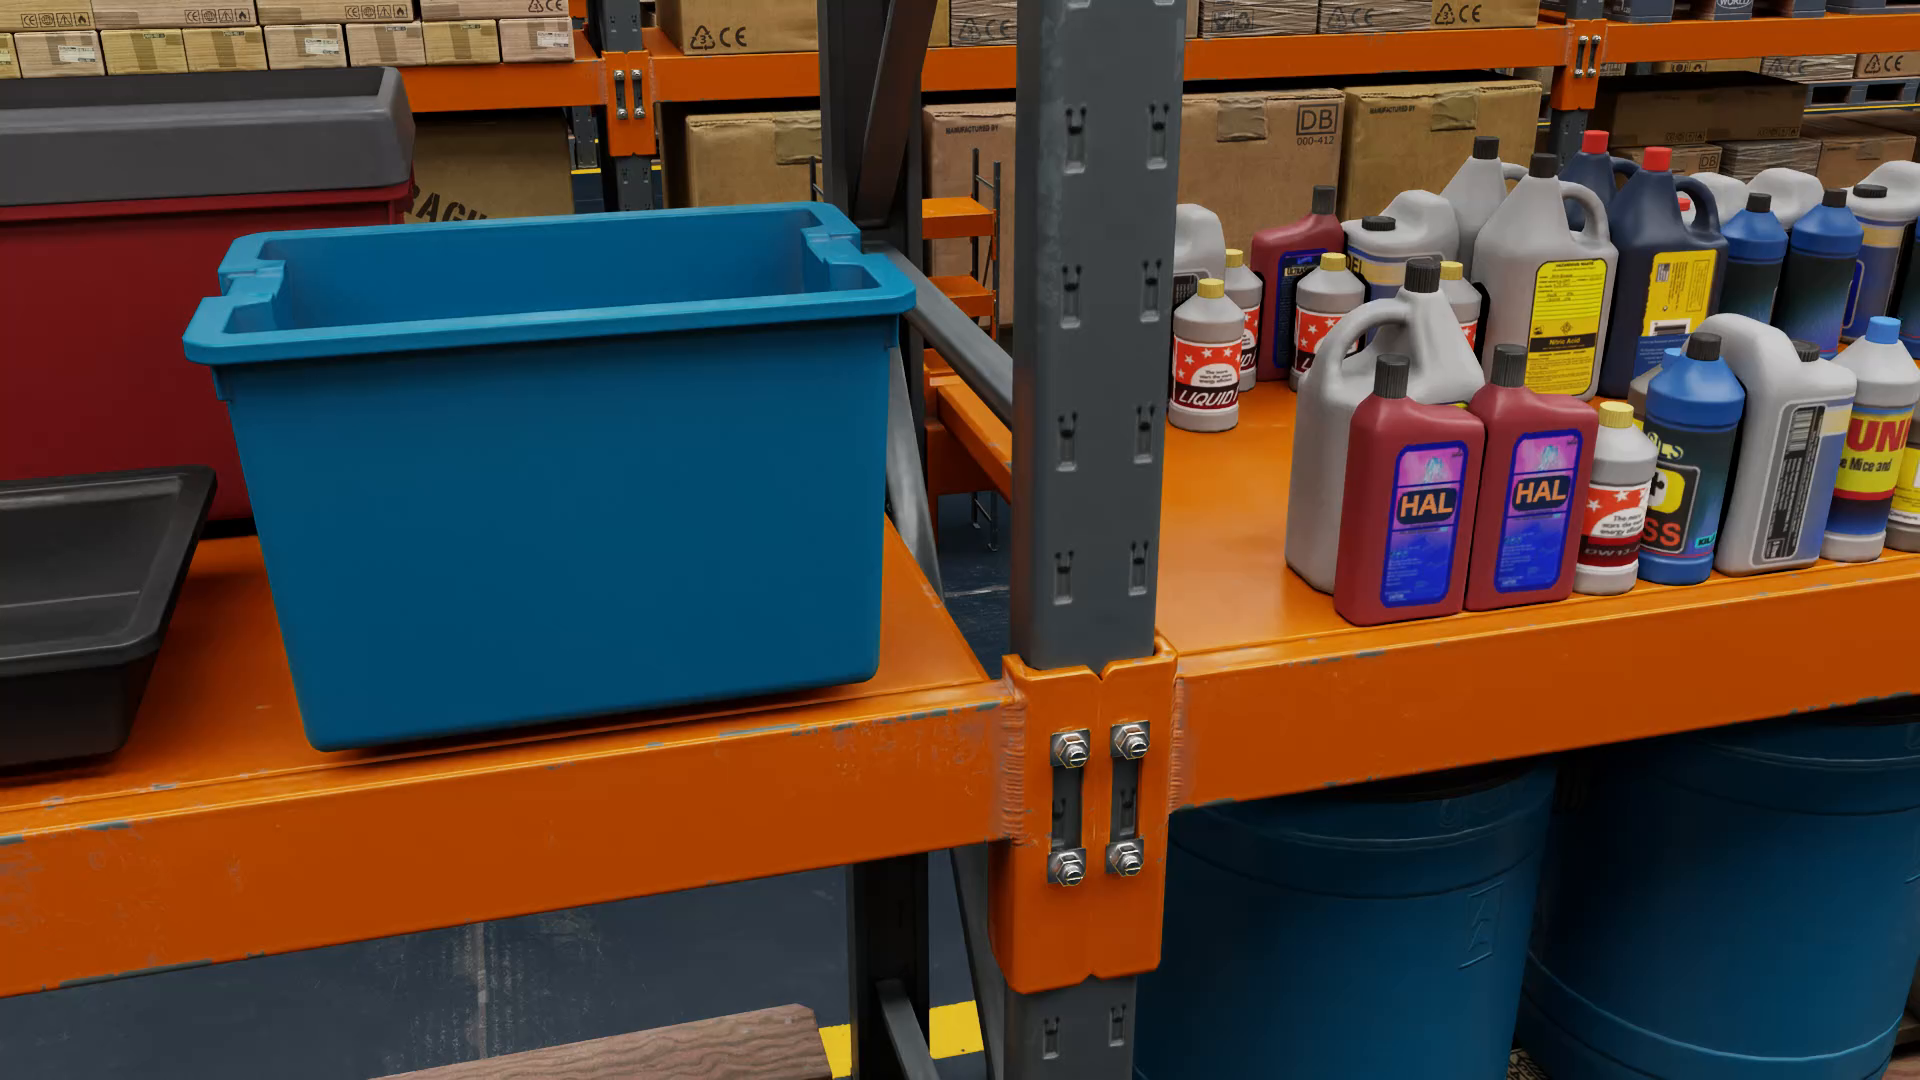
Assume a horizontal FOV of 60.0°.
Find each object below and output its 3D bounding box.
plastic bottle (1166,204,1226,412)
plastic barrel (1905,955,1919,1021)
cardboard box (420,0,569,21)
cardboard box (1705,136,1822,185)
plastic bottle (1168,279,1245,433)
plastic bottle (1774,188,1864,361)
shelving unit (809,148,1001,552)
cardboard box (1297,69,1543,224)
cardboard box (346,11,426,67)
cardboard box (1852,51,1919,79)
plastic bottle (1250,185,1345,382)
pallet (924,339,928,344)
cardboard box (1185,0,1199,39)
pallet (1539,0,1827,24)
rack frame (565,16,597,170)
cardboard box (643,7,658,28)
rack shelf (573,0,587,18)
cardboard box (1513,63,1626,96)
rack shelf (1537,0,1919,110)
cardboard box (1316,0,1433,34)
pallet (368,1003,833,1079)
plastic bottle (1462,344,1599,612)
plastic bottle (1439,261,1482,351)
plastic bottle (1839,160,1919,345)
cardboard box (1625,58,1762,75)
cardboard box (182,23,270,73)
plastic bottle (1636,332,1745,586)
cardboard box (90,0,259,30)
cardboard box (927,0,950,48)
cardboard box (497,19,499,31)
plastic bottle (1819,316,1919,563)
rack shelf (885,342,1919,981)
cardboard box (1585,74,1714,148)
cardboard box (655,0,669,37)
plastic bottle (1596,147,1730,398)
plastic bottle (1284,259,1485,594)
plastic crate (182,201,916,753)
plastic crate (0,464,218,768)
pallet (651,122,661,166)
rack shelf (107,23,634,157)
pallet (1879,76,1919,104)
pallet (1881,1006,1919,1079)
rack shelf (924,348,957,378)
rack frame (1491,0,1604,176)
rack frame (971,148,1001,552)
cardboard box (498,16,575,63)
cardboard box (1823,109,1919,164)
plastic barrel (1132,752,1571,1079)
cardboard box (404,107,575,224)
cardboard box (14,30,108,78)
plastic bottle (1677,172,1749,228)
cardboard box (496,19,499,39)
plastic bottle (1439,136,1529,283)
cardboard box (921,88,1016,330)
[{"bbox_3d":[0.290,-0.339,2.392,0.135,0.276,0.152,-6,24,-14],"label":"plastic bottle"},{"bbox_3d":[1.776,0.566,2.748,0.421,0.512,0.421,0,23,0],"label":"plastic barrel"},{"bbox_3d":[-1.694,-2.032,5.995,0.500,0.250,0.500,-7,24,-15],"label":"cardboard box"},{"bbox_3d":[3.682,-1.734,8.098,0.500,0.500,0.700,-8,25,-19],"label":"cardboard box"},{"bbox_3d":[0.342,-0.259,2.301,0.097,0.201,0.097,0,23,0],"label":"plastic bottle"},{"bbox_3d":[1.309,-0.398,2.537,0.097,0.271,0.097,0,23,0],"label":"plastic bottle"},{"bbox_3d":[-0.159,-0.534,4.972,0.503,1.200,0.258,-6,24,-14],"label":"shelving unit"},{"bbox_3d":[1.841,-1.688,7.543,0.875,0.875,1.225,-7,24,-17],"label":"cardboard box"},{"bbox_3d":[-2.040,-1.784,5.923,0.250,0.149,0.380,-7,24,-15],"label":"cardboard box"},{"bbox_3d":[7.490,-4.308,13.648,0.875,0.875,0.875,-7,24,-15],"label":"cardboard box"},{"bbox_3d":[0.501,-0.384,2.489,0.133,0.283,0.061,-6,24,-14],"label":"plastic bottle"},{"bbox_3d":[-0.617,-0.941,7.174,1.213,0.211,1.003,-6,24,-14],"label":"pallet"},{"bbox_3d":[0.633,-2.275,6.622,0.500,0.500,0.500,-6,24,-13],"label":"cardboard box"},{"bbox_3d":[3.169,-2.565,7.668,1.003,0.211,1.213,-6,24,-14],"label":"pallet"},{"bbox_3d":[-2.582,-4.005,10.780,0.127,3.000,1.000,-6,24,-14],"label":"rack frame"},{"bbox_3d":[-1.799,-3.372,10.992,0.500,0.250,0.500,-7,24,-17],"label":"cardboard box"},{"bbox_3d":[-0.657,-3.888,11.418,4.000,0.370,1.077,-6,24,-14],"label":"rack shelf"},{"bbox_3d":[4.547,-3.916,12.893,0.750,0.750,1.050,-6,24,-15],"label":"cardboard box"},{"bbox_3d":[4.437,-2.420,7.998,4.000,0.370,1.077,-6,24,-14],"label":"rack shelf"},{"bbox_3d":[1.622,-2.386,6.879,0.500,0.500,0.500,-7,24,-15],"label":"cardboard box"},{"bbox_3d":[-0.699,1.144,2.317,1.213,0.211,1.003,-6,24,-14],"label":"pallet"},{"bbox_3d":[0.595,-0.068,1.754,0.133,0.283,0.061,-6,24,-14],"label":"plastic bottle"},{"bbox_3d":[0.694,-0.298,2.392,0.097,0.201,0.097,0,23,0],"label":"plastic bottle"},{"bbox_3d":[1.480,-0.470,2.699,0.135,0.276,0.152,-6,24,-14],"label":"plastic bottle"},{"bbox_3d":[5.745,-4.114,13.196,0.875,0.875,0.875,-6,24,-14],"label":"cardboard box"},{"bbox_3d":[-2.536,-1.729,5.794,0.250,0.149,0.380,-6,24,-13],"label":"cardboard box"},{"bbox_3d":[0.795,-0.093,1.825,0.097,0.271,0.097,0,23,0],"label":"plastic bottle"},{"bbox_3d":[-2.683,-1.922,5.738,0.500,0.250,0.500,-6,24,-13],"label":"cardboard box"},{"bbox_3d":[-0.346,-2.165,6.365,0.500,0.500,0.500,-6,24,-14],"label":"cardboard box"},{"bbox_3d":[-4.650,-4.863,15.496,0.875,0.438,0.875,-7,24,-15],"label":"cardboard box"},{"bbox_3d":[1.018,-0.117,1.882,0.097,0.271,0.097,0,23,0],"label":"plastic bottle"},{"bbox_3d":[1.924,-0.113,2.622,4.000,0.370,1.077,-6,24,-14],"label":"rack shelf"},{"bbox_3d":[3.149,-2.018,7.810,0.500,0.250,0.500,-5,24,-12],"label":"cardboard box"},{"bbox_3d":[-0.963,-2.311,6.704,0.500,0.500,0.500,-6,24,-14],"label":"cardboard box"},{"bbox_3d":[1.012,-0.395,2.430,0.185,0.351,0.144,-6,24,-14],"label":"plastic bottle"},{"bbox_3d":[0.464,-0.127,1.804,0.185,0.351,0.144,-6,24,-14],"label":"plastic bottle"},{"bbox_3d":[-0.359,-0.072,1.557,0.575,0.384,0.392,-6,24,-14],"label":"plastic crate"},{"bbox_3d":[-1.007,0.089,1.511,0.590,0.125,0.437,-6,24,-14],"label":"plastic crate"},{"bbox_3d":[-1.833,-2.807,11.524,1.213,0.211,1.003,-6,24,-14],"label":"pallet"},{"bbox_3d":[-3.265,-1.568,6.012,4.000,0.370,1.077,-6,24,-14],"label":"rack shelf"},{"bbox_3d":[8.223,-3.887,14.041,1.213,0.211,1.003,-6,24,-14],"label":"pallet"},{"bbox_3d":[1.929,0.853,2.995,1.213,0.211,1.003,-6,24,-14],"label":"pallet"},{"bbox_3d":[-0.159,-0.472,4.999,0.480,0.148,0.258,-6,24,-14],"label":"rack shelf"},{"bbox_3d":[2.512,-2.537,7.359,0.127,3.000,1.000,-6,24,-14],"label":"rack frame"},{"bbox_3d":[0.076,-0.560,5.033,0.015,1.200,0.240,-6,24,-14],"label":"rack frame"},{"bbox_3d":[-1.545,-1.839,6.050,0.250,0.149,0.380,-6,24,-14],"label":"cardboard box"},{"bbox_3d":[4.763,-1.856,8.384,0.500,0.500,0.700,-8,25,-19],"label":"cardboard box"},{"bbox_3d":[0.527,0.489,2.435,0.708,0.901,0.600,-6,24,-14],"label":"plastic barrel"},{"bbox_3d":[-1.997,-1.288,6.609,0.875,0.875,0.875,-6,24,-14],"label":"cardboard box"},{"bbox_3d":[-3.027,-1.675,5.669,0.250,0.149,0.380,-6,24,-14],"label":"cardboard box"},{"bbox_3d":[1.128,-0.431,2.608,0.135,0.276,0.152,-6,24,-14],"label":"plastic bottle"},{"bbox_3d":[-1.967,-2.063,6.571,0.250,0.149,0.380,-7,24,-16],"label":"cardboard box"},{"bbox_3d":[0.795,-0.430,2.511,0.185,0.351,0.144,-6,24,-14],"label":"plastic bottle"},{"bbox_3d":[0.131,-1.499,7.102,0.875,0.875,1.225,-7,24,-16],"label":"cardboard box"}]
